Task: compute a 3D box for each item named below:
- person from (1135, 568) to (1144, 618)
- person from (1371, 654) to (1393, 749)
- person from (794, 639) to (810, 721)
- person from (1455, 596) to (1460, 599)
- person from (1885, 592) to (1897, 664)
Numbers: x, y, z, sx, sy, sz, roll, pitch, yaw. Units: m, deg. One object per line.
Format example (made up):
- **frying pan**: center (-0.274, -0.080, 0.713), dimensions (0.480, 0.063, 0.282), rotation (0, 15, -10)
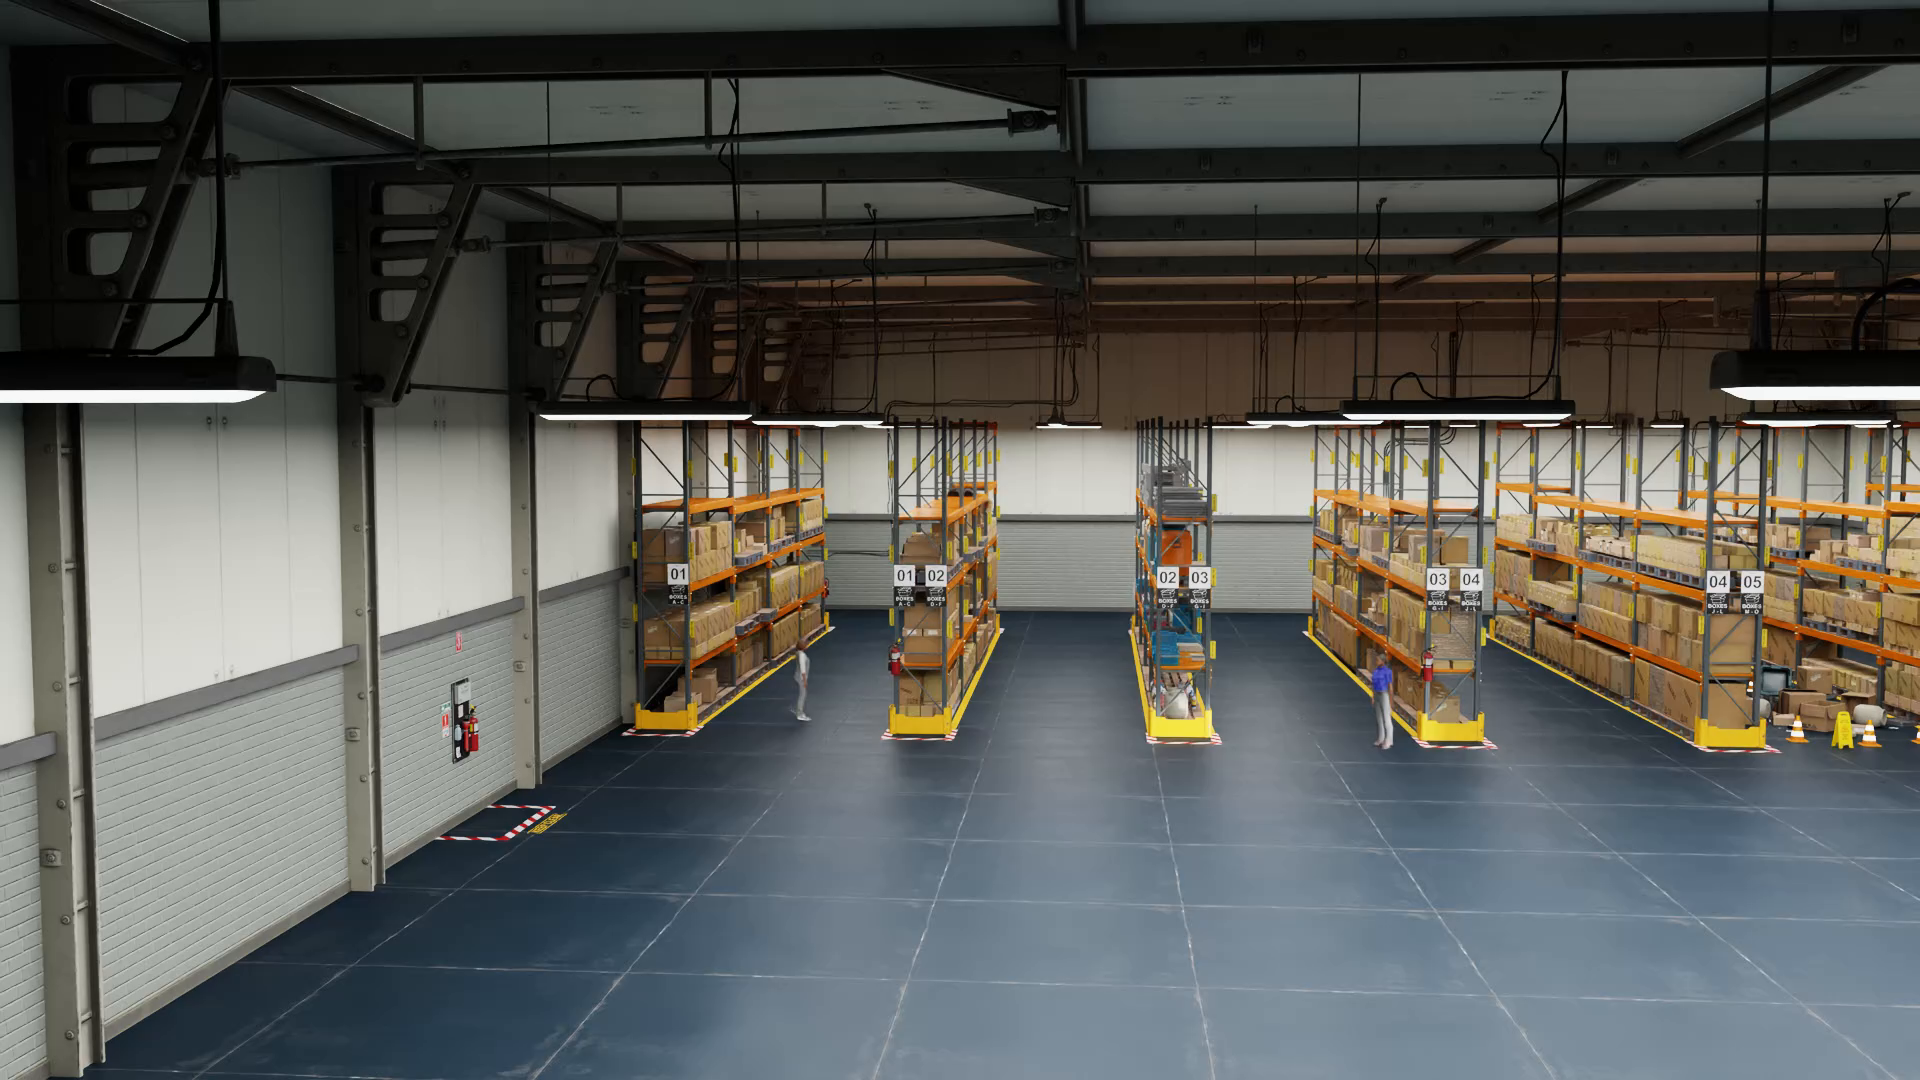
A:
- **person**: center (5.486, 1.637, 49.999), dimensions (0.483, 1.641, 1.035), rotation (1, 4, 13)
- **person**: center (7.681, 2.972, 30.277), dimensions (0.390, 1.565, 0.610), rotation (-2, 4, -24)
- **person**: center (-3.136, 2.798, 33.037), dimensions (0.331, 1.661, 0.463), rotation (-1, 4, -10)
- **person**: center (14.223, 1.722, 47.693), dimensions (0.845, 1.754, 0.664), rotation (0, 4, 3)
- **person**: center (22.830, 2.174, 40.729), dimensions (0.630, 1.821, 0.551), rotation (-1, 4, -15)
